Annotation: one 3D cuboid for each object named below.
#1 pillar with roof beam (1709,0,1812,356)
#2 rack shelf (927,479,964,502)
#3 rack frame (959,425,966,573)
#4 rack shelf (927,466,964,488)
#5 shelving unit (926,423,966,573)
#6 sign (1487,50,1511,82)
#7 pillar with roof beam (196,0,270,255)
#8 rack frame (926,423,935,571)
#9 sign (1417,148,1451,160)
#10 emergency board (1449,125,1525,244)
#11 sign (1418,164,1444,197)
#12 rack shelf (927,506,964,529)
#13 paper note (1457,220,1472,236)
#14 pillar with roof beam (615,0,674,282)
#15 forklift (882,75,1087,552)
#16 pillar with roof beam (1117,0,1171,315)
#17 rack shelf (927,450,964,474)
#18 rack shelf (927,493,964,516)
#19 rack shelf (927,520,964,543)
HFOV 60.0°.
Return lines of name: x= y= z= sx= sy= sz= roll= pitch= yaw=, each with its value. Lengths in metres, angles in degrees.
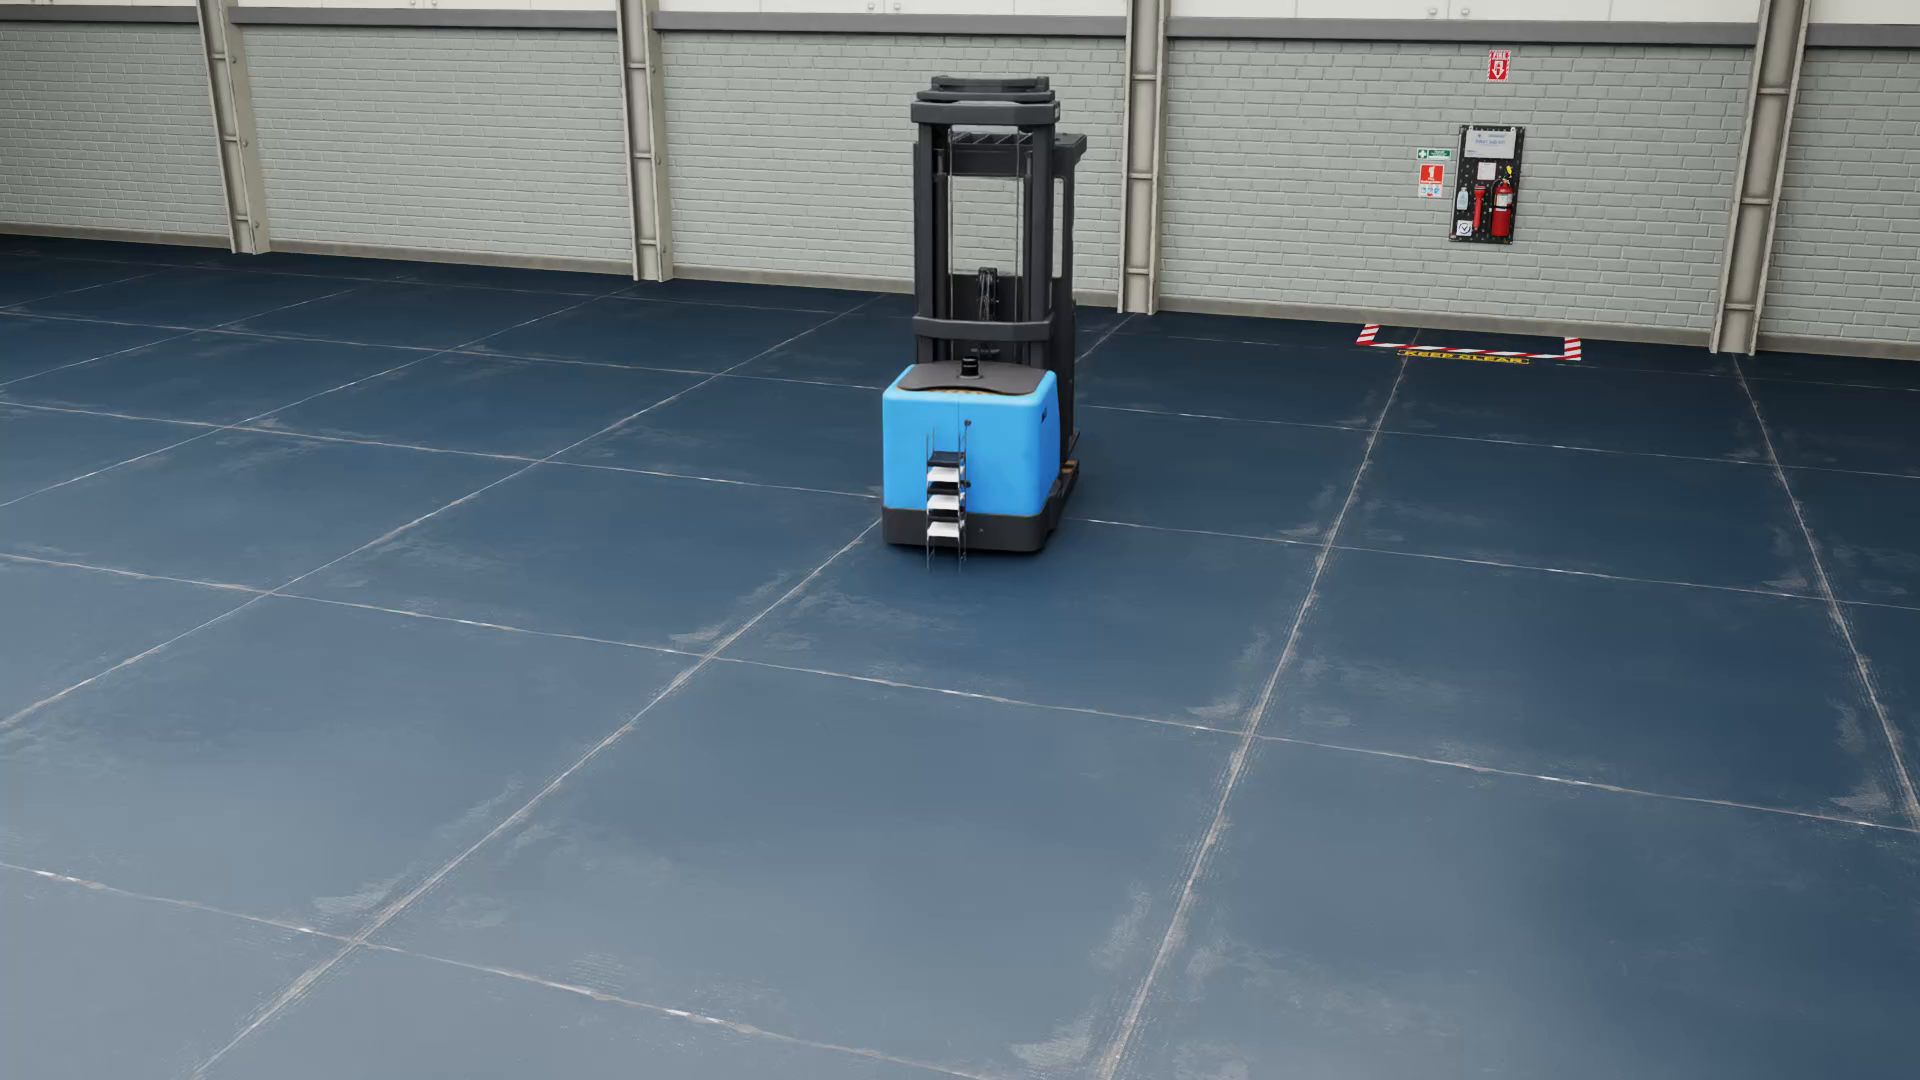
pillar with roof beam: x=6.215 y=-4.781 z=11.122 sx=0.400 sy=9.000 sz=9.100 roll=7 pitch=20 yaw=18
rack shelf: x=-0.086 y=-0.318 z=10.449 sx=0.200 sy=0.077 sz=0.258 roll=3 pitch=19 yaw=9
rack frame: x=0.014 y=-0.259 z=10.451 sx=0.006 sy=0.900 sz=0.240 roll=3 pitch=19 yaw=9
rack shelf: x=-0.086 y=-0.403 z=10.419 sx=0.200 sy=0.077 sz=0.258 roll=3 pitch=19 yaw=9
shelving unit: x=-0.086 y=-0.264 z=10.467 sx=0.210 sy=0.900 sz=0.258 roll=3 pitch=19 yaw=9
sign: x=5.331 y=-4.692 z=16.459 sx=0.199 sy=0.298 sz=0.001 roll=7 pitch=20 yaw=18
pillar with roof beam: x=-10.788 y=-6.726 z=16.700 sx=0.400 sy=9.000 sz=9.100 roll=7 pitch=20 yaw=18
rack frame: x=-0.186 y=-0.270 z=10.483 sx=0.006 sy=0.900 sz=0.240 roll=3 pitch=19 yaw=9
sign: x=4.819 y=-3.922 z=16.910 sx=0.331 sy=0.109 sz=0.001 roll=7 pitch=20 yaw=18
emergency board: x=5.306 y=-3.566 z=16.749 sx=0.643 sy=1.169 sz=0.194 roll=7 pitch=20 yaw=18
sign: x=4.817 y=-3.675 z=17.007 sx=0.234 sy=0.329 sz=0.001 roll=7 pitch=20 yaw=18
rack shelf: x=-0.086 y=-0.148 z=10.508 sx=0.200 sy=0.077 sz=0.258 roll=3 pitch=19 yaw=9
paper note: x=5.161 y=-3.191 z=17.010 sx=0.142 sy=0.148 sz=0.016 roll=7 pitch=20 yaw=18
pillar with roof beam: x=-5.121 y=-6.078 z=14.840 sx=0.400 sy=9.000 sz=9.100 roll=7 pitch=20 yaw=18
forklift: x=0.274 y=-1.757 z=11.663 sx=1.130 sy=2.935 sz=3.031 roll=4 pitch=20 yaw=10
pillar with roof beam: x=0.547 y=-5.430 z=12.981 sx=0.400 sy=9.000 sz=9.100 roll=7 pitch=20 yaw=18
rack shelf: x=-0.086 y=-0.488 z=10.389 sx=0.200 sy=0.077 sz=0.258 roll=3 pitch=19 yaw=9
rack shelf: x=-0.086 y=-0.233 z=10.478 sx=0.200 sy=0.077 sz=0.258 roll=3 pitch=19 yaw=9
rack shelf: x=-0.086 y=-0.063 z=10.537 sx=0.200 sy=0.077 sz=0.258 roll=3 pitch=19 yaw=9
